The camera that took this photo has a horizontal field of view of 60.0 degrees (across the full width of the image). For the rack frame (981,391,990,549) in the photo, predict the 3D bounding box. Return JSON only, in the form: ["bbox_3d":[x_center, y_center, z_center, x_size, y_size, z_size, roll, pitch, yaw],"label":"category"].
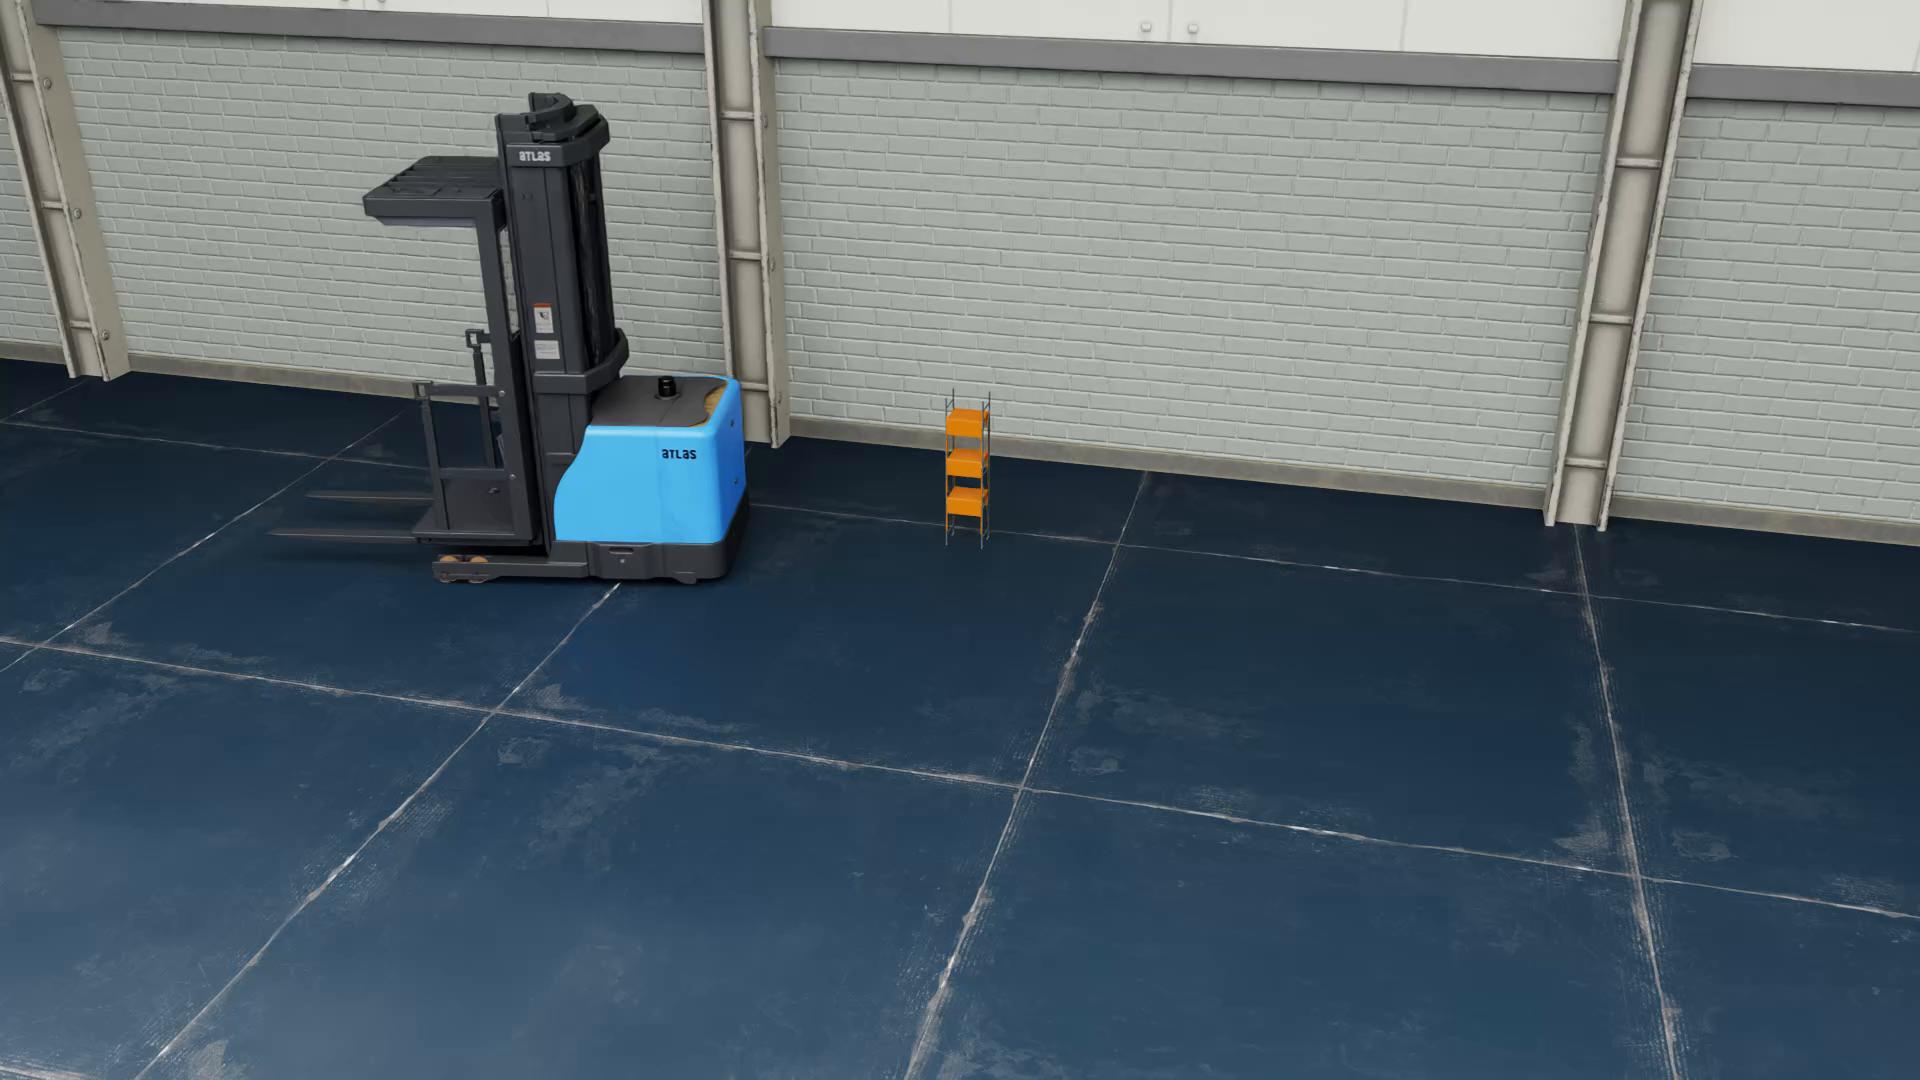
[{"bbox_3d":[0.170,-0.455,10.985,0.008,1.050,0.200,6,26,13],"label":"rack frame"}]

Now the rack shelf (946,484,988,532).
[{"bbox_3d":[0.052,-0.208,11.136,0.240,0.259,0.215,6,26,13],"label":"rack shelf"}]

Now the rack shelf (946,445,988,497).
[{"bbox_3d":[0.052,-0.459,11.017,0.240,0.259,0.215,6,26,13],"label":"rack shelf"}]

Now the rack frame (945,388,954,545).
[{"bbox_3d":[-0.066,-0.481,11.040,0.008,1.050,0.200,6,26,13],"label":"rack frame"}]

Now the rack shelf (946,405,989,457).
[{"bbox_3d":[0.052,-0.715,10.895,0.240,0.259,0.215,6,26,13],"label":"rack shelf"}]

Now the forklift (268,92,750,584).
[{"bbox_3d":[-2.978,-1.271,10.509,3.031,2.935,1.130,1,25,3],"label":"forklift"}]

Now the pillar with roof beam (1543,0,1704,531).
[{"bbox_3d":[3.192,-2.415,5.853,0.400,9.000,9.100,6,26,13],"label":"pillar with roof beam"}]

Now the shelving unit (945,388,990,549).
[{"bbox_3d":[0.052,-0.468,11.012,0.252,1.050,0.215,6,26,13],"label":"shelving unit"}]

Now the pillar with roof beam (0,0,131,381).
[{"bbox_3d":[-8.430,-3.699,8.551,0.400,9.000,9.100,6,26,13],"label":"pillar with roof beam"}]

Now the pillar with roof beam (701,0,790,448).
[{"bbox_3d":[-2.619,-3.057,7.202,0.400,9.000,9.100,6,26,13],"label":"pillar with roof beam"}]
